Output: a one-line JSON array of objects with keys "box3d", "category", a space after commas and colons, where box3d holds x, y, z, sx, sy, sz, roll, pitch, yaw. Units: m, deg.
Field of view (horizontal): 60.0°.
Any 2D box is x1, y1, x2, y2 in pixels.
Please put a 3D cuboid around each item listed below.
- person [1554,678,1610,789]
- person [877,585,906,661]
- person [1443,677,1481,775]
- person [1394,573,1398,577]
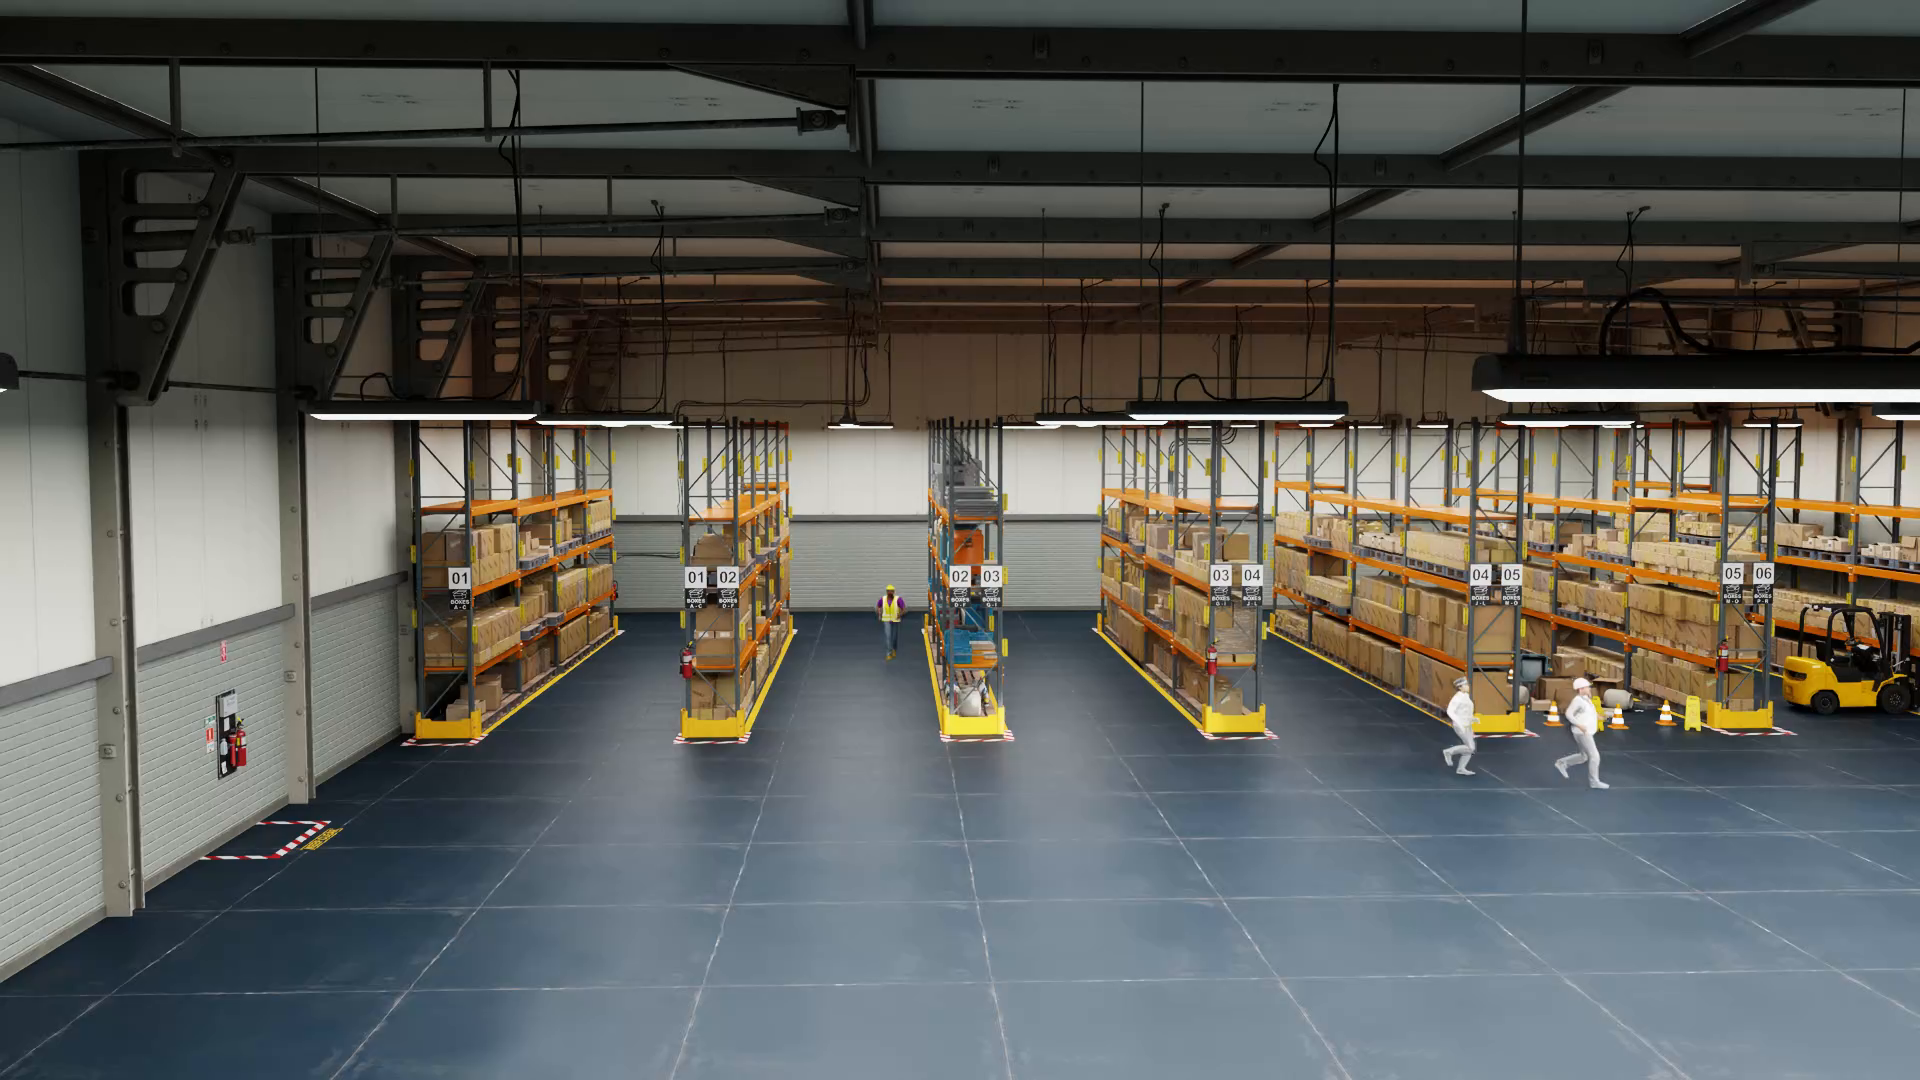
[{"box3d": [10.018, 3.096, 26.766, 0.897, 1.748, 0.668, 3, 5, 34], "category": "person"}, {"box3d": [-1.650, 1.963, 39.845, 0.711, 1.784, 0.825, 0, 4, 0], "category": "person"}, {"box3d": [8.388, 3.092, 27.775, 0.544, 1.646, 0.631, 3, 5, 36], "category": "person"}, {"box3d": [13.023, 1.727, 49.299, 0.758, 1.651, 0.654, 0, 4, 6], "category": "person"}]
